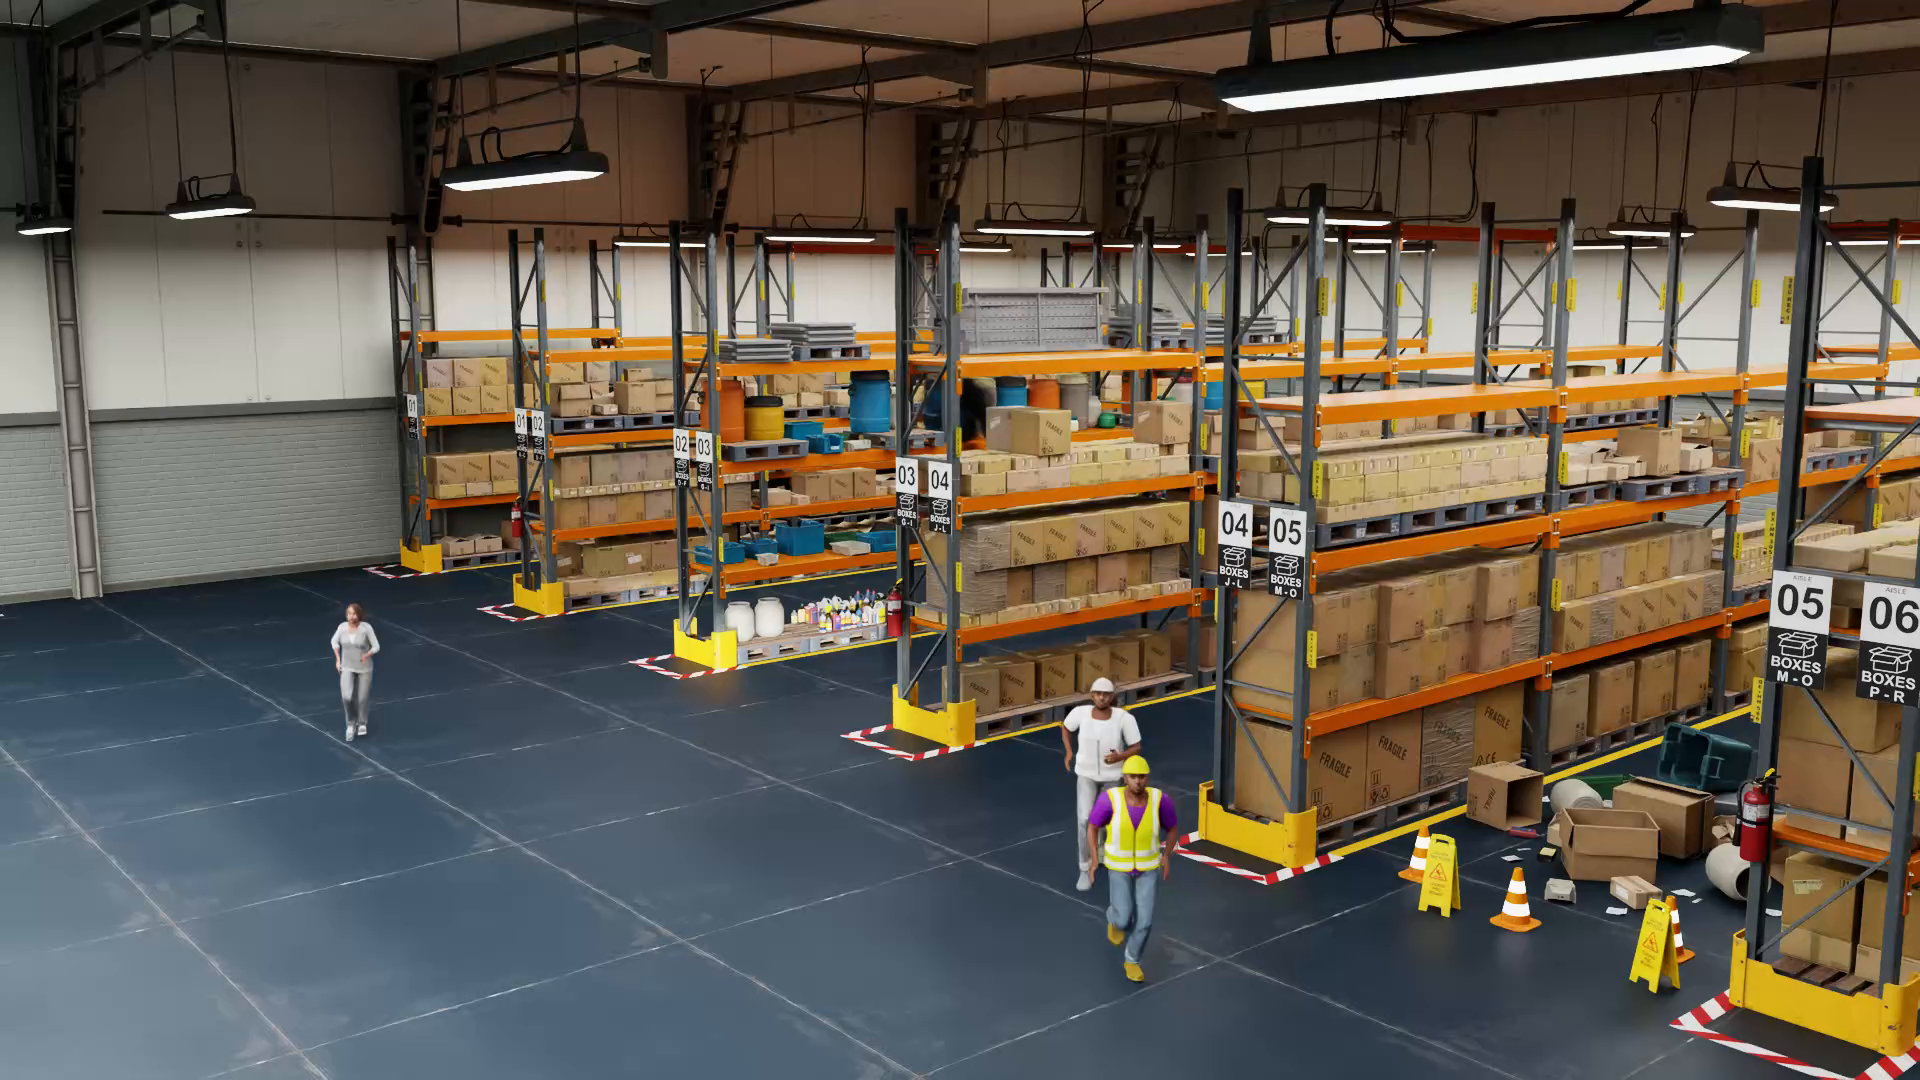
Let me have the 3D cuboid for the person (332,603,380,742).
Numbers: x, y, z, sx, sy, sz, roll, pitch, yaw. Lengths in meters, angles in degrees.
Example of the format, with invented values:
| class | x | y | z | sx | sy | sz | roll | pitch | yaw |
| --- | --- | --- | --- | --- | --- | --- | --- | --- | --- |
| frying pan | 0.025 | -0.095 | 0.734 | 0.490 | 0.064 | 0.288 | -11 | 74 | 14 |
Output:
| class | x | y | z | sx | sy | sz | roll | pitch | yaw |
| --- | --- | --- | --- | --- | --- | --- | --- | --- | --- |
| person | -6.850 | 1.500 | 18.870 | 0.533 | 1.588 | 0.652 | -2 | 9 | -15 |

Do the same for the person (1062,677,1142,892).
| class | x | y | z | sx | sy | sz | roll | pitch | yaw |
| --- | --- | --- | --- | --- | --- | --- | --- | --- | --- |
| person | 1.228 | 2.084 | 14.513 | 0.702 | 1.815 | 0.815 | 1 | 9 | 6 |

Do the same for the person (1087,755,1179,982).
| class | x | y | z | sx | sy | sz | roll | pitch | yaw |
| --- | --- | --- | --- | --- | --- | --- | --- | --- | --- |
| person | 1.300 | 2.426 | 12.505 | 0.688 | 1.714 | 0.620 | 0 | 9 | 0 |

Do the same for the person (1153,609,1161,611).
| class | x | y | z | sx | sy | sz | roll | pitch | yaw |
| --- | --- | --- | --- | --- | --- | --- | --- | --- | --- |
| person | 2.936 | 0.289 | 24.888 | 0.503 | 1.571 | 0.475 | 8 | 12 | 42 |
